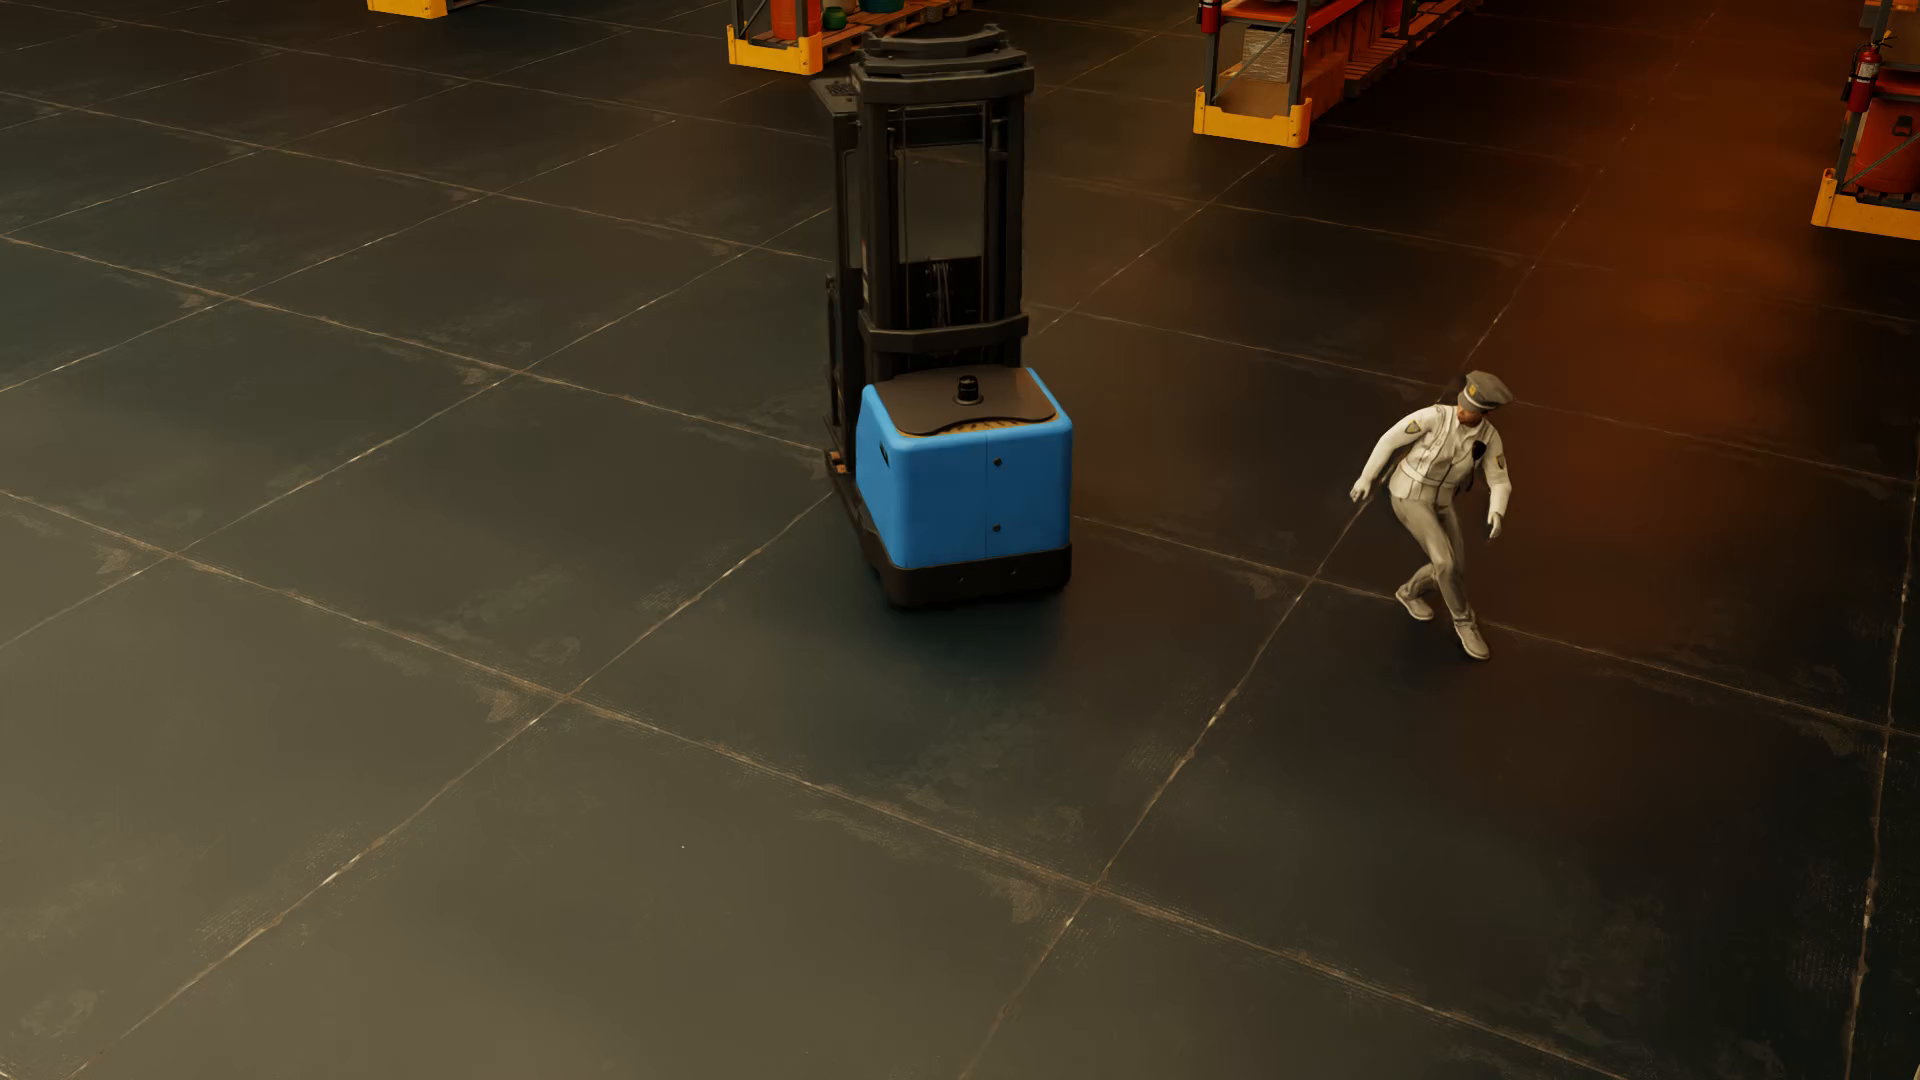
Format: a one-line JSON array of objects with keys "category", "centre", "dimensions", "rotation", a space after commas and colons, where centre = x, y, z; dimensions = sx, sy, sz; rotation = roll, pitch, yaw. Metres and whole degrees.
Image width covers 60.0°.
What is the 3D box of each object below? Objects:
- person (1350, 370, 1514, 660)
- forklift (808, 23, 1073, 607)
[{"category": "person", "centre": [2.527, -0.145, 8.741], "dimensions": [0.701, 1.526, 0.732], "rotation": [-10, 31, -16]}, {"category": "forklift", "centre": [-0.244, -1.625, 9.885], "dimensions": [1.130, 2.935, 3.031], "rotation": [-8, 31, -13]}]
